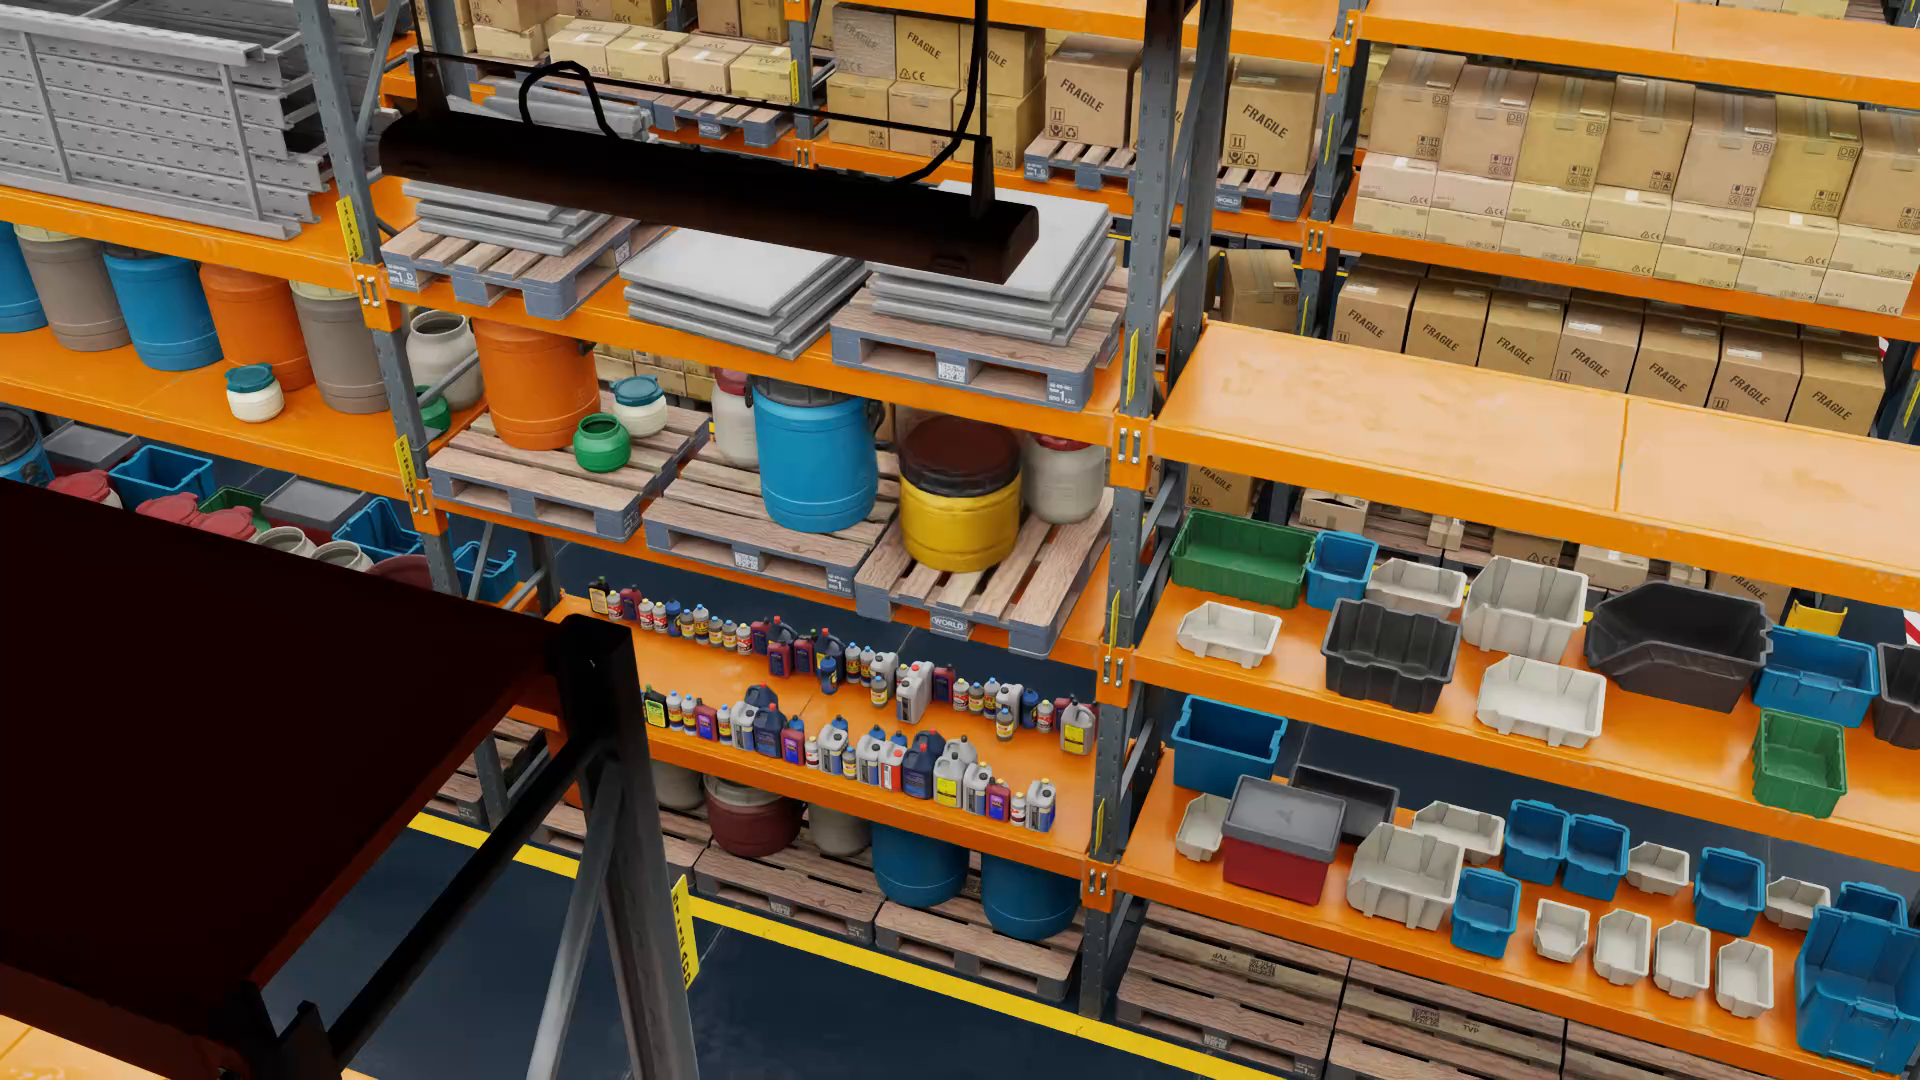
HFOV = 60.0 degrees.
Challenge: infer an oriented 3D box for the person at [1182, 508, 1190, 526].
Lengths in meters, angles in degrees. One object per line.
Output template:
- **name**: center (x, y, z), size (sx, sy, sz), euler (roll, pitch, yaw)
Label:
- **person**: center (1.625, 0.420, 11.358), size (0.728, 1.410, 0.541), euler (15, 39, 20)
